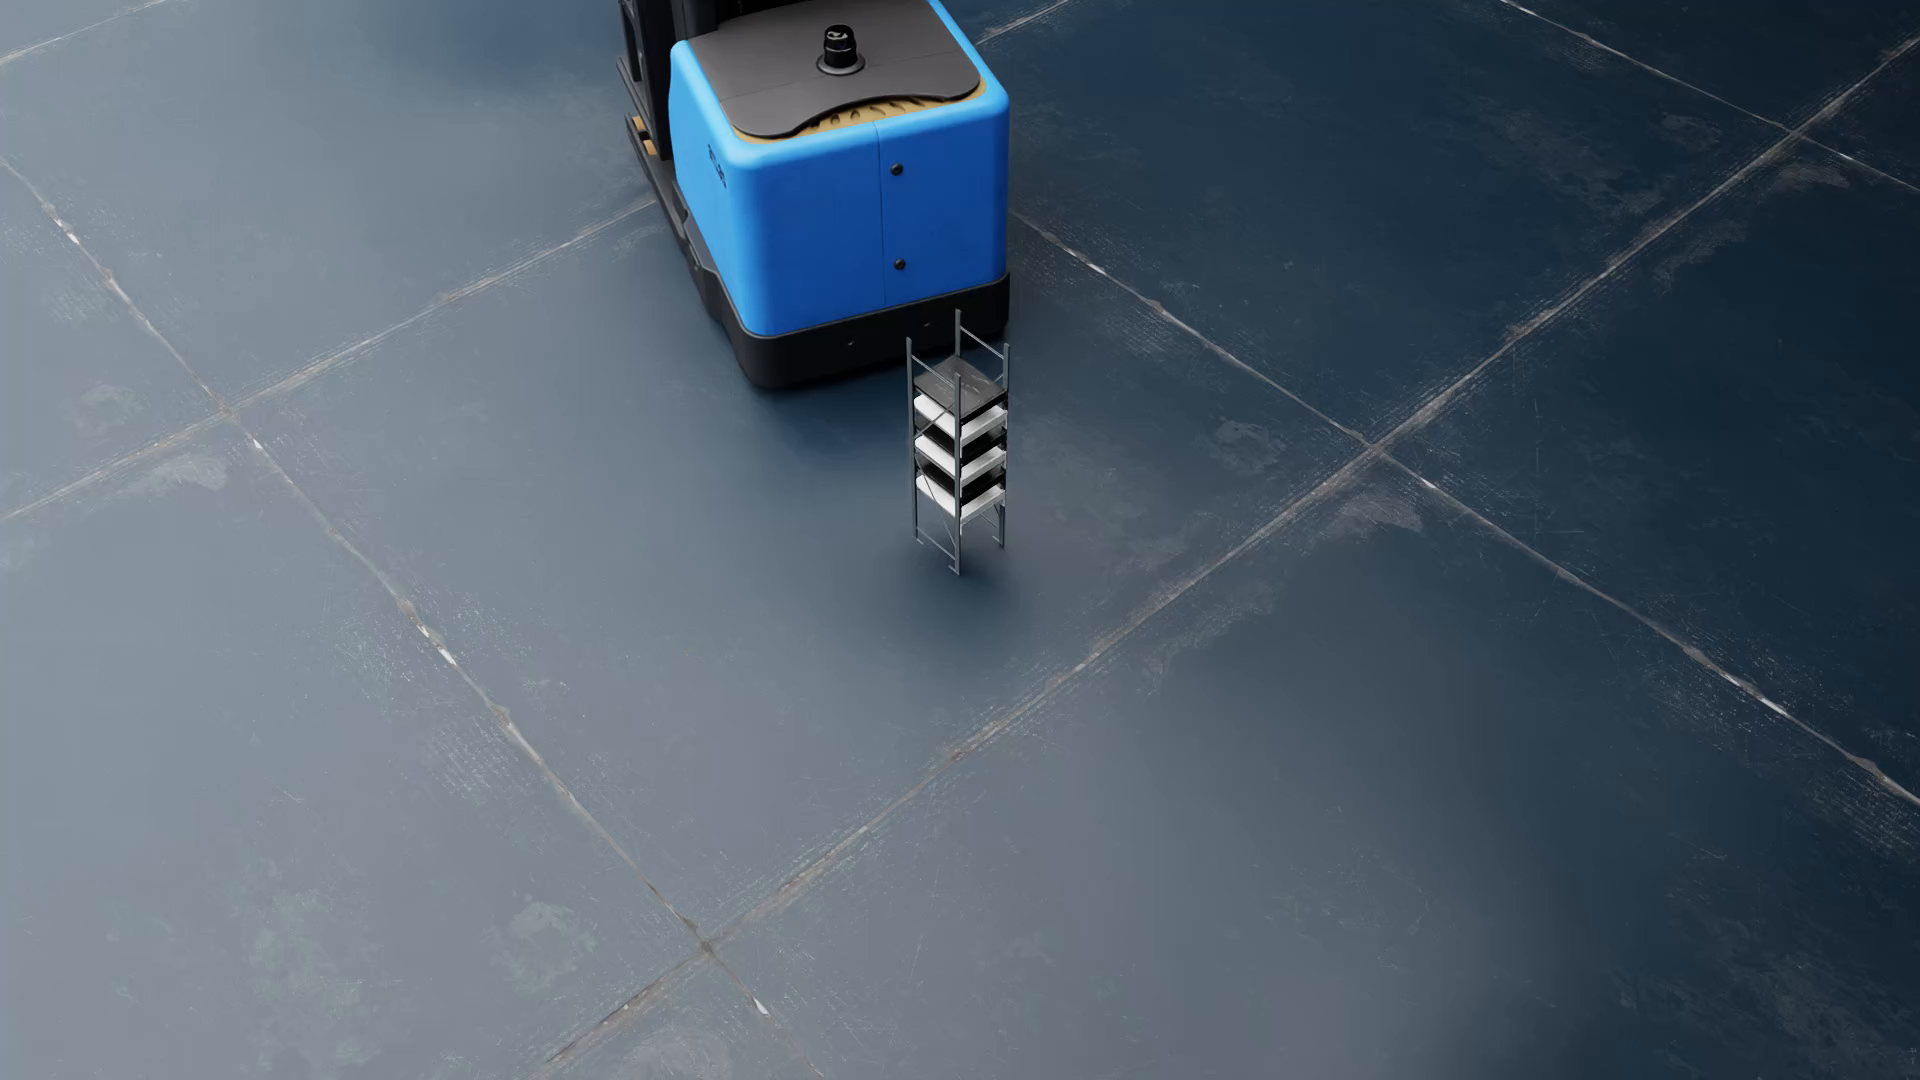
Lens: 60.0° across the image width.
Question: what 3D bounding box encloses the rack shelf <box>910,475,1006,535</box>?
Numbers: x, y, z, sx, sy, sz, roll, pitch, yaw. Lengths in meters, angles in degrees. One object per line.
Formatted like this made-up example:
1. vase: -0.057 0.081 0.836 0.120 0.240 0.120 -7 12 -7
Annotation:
1. rack shelf: -0.006 -0.156 5.572 0.200 0.077 0.258 -34 56 -27

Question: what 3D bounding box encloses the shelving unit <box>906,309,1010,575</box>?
1. shelving unit: -0.006 -0.301 5.416 0.210 0.900 0.258 -34 56 -27

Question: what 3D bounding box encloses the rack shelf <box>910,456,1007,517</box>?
1. rack shelf: -0.006 -0.218 5.506 0.200 0.077 0.258 -34 56 -27

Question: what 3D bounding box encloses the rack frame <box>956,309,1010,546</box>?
1. rack frame: 0.069 -0.351 5.462 0.006 0.900 0.240 -34 56 -27

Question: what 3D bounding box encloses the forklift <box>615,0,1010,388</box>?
1. forklift: -0.818 -2.663 6.213 1.130 2.935 3.031 -16 49 -14

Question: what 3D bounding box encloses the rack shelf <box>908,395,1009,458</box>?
1. rack shelf: -0.006 -0.401 5.308 0.200 0.077 0.258 -34 56 -27

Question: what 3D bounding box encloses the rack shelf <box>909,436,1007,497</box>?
1. rack shelf: -0.006 -0.279 5.440 0.200 0.077 0.258 -34 56 -27

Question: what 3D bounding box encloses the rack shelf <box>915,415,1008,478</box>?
1. rack shelf: -0.006 -0.340 5.374 0.200 0.077 0.258 -34 56 -27

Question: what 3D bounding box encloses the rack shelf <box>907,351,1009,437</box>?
1. rack shelf: -0.006 -0.462 5.242 0.200 0.077 0.258 -34 56 -27

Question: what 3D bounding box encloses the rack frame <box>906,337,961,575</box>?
1. rack frame: -0.081 -0.251 5.369 0.006 0.900 0.240 -34 56 -27
